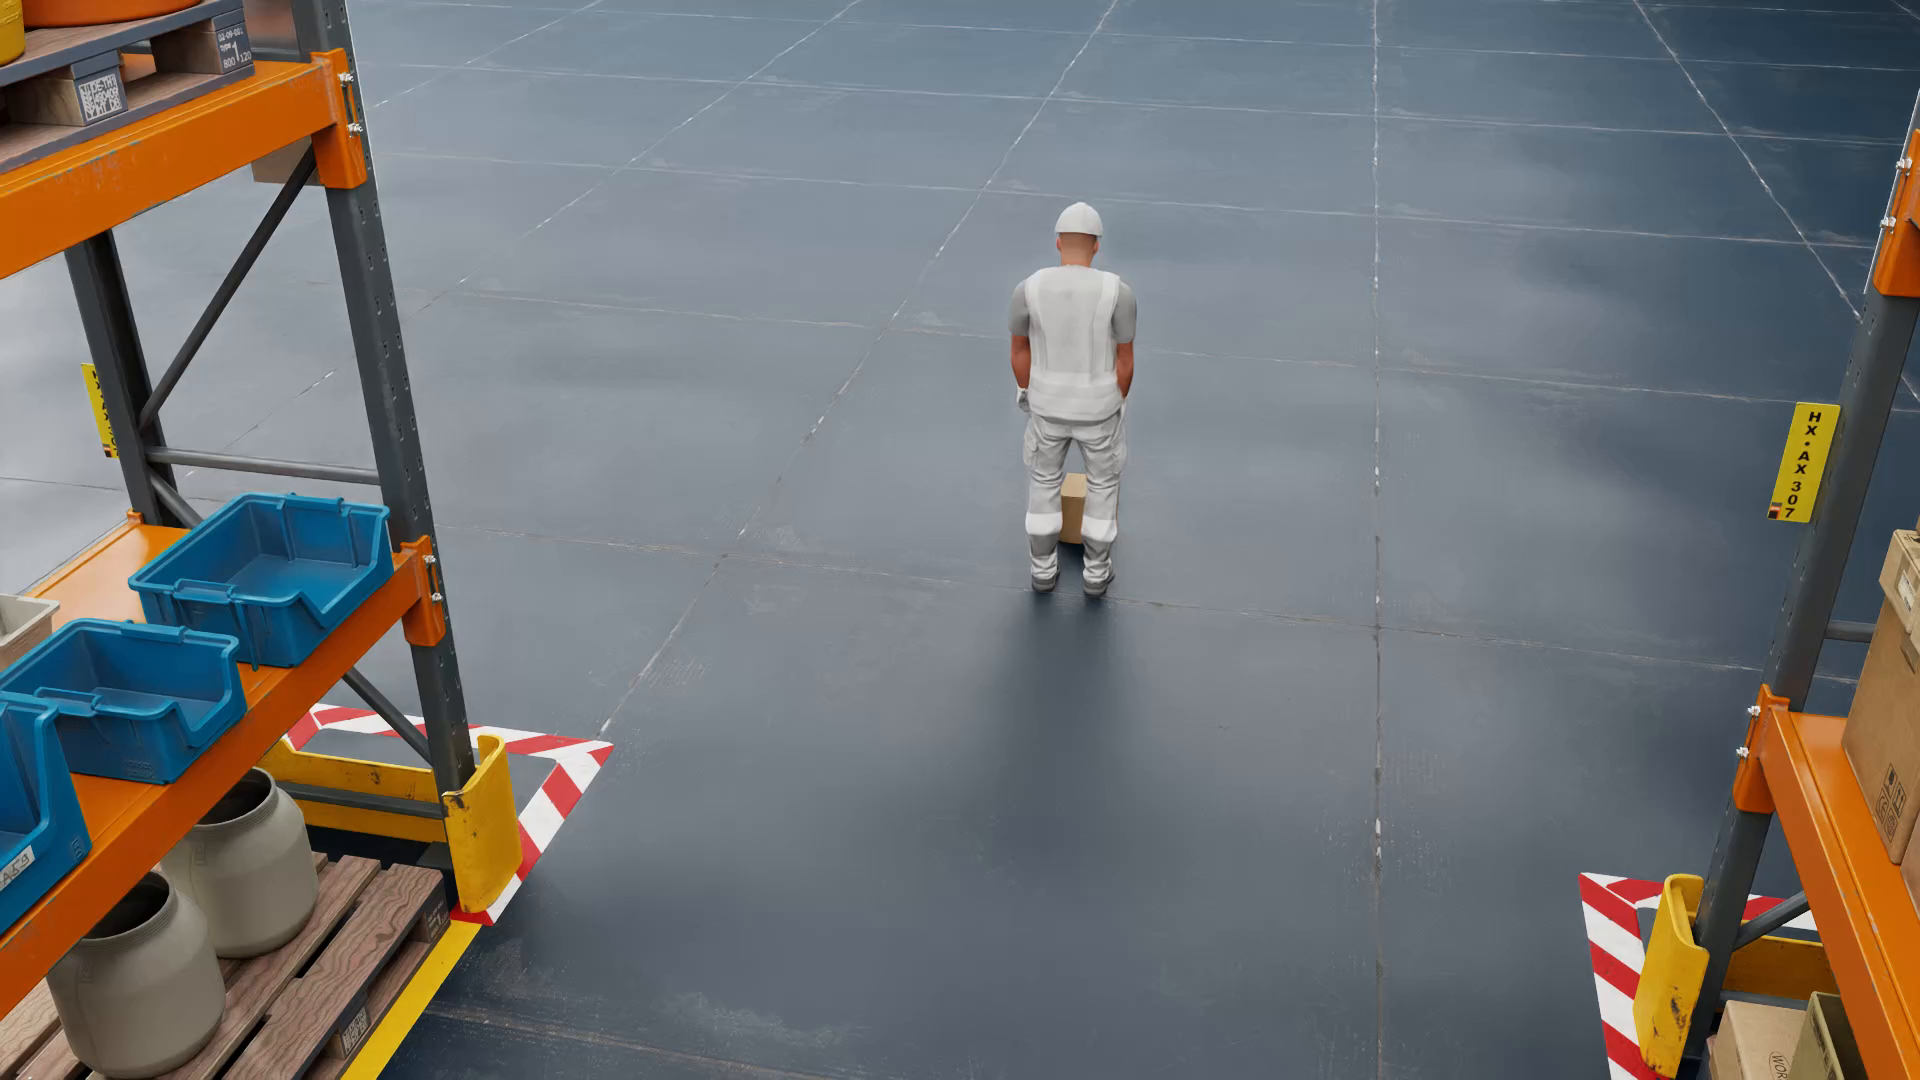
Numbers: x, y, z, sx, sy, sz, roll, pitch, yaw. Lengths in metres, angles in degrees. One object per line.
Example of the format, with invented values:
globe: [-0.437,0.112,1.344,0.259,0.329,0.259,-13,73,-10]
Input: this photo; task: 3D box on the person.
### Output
person: [0.483,-0.591,7.228,0.538,1.752,0.427,7,29,12]
